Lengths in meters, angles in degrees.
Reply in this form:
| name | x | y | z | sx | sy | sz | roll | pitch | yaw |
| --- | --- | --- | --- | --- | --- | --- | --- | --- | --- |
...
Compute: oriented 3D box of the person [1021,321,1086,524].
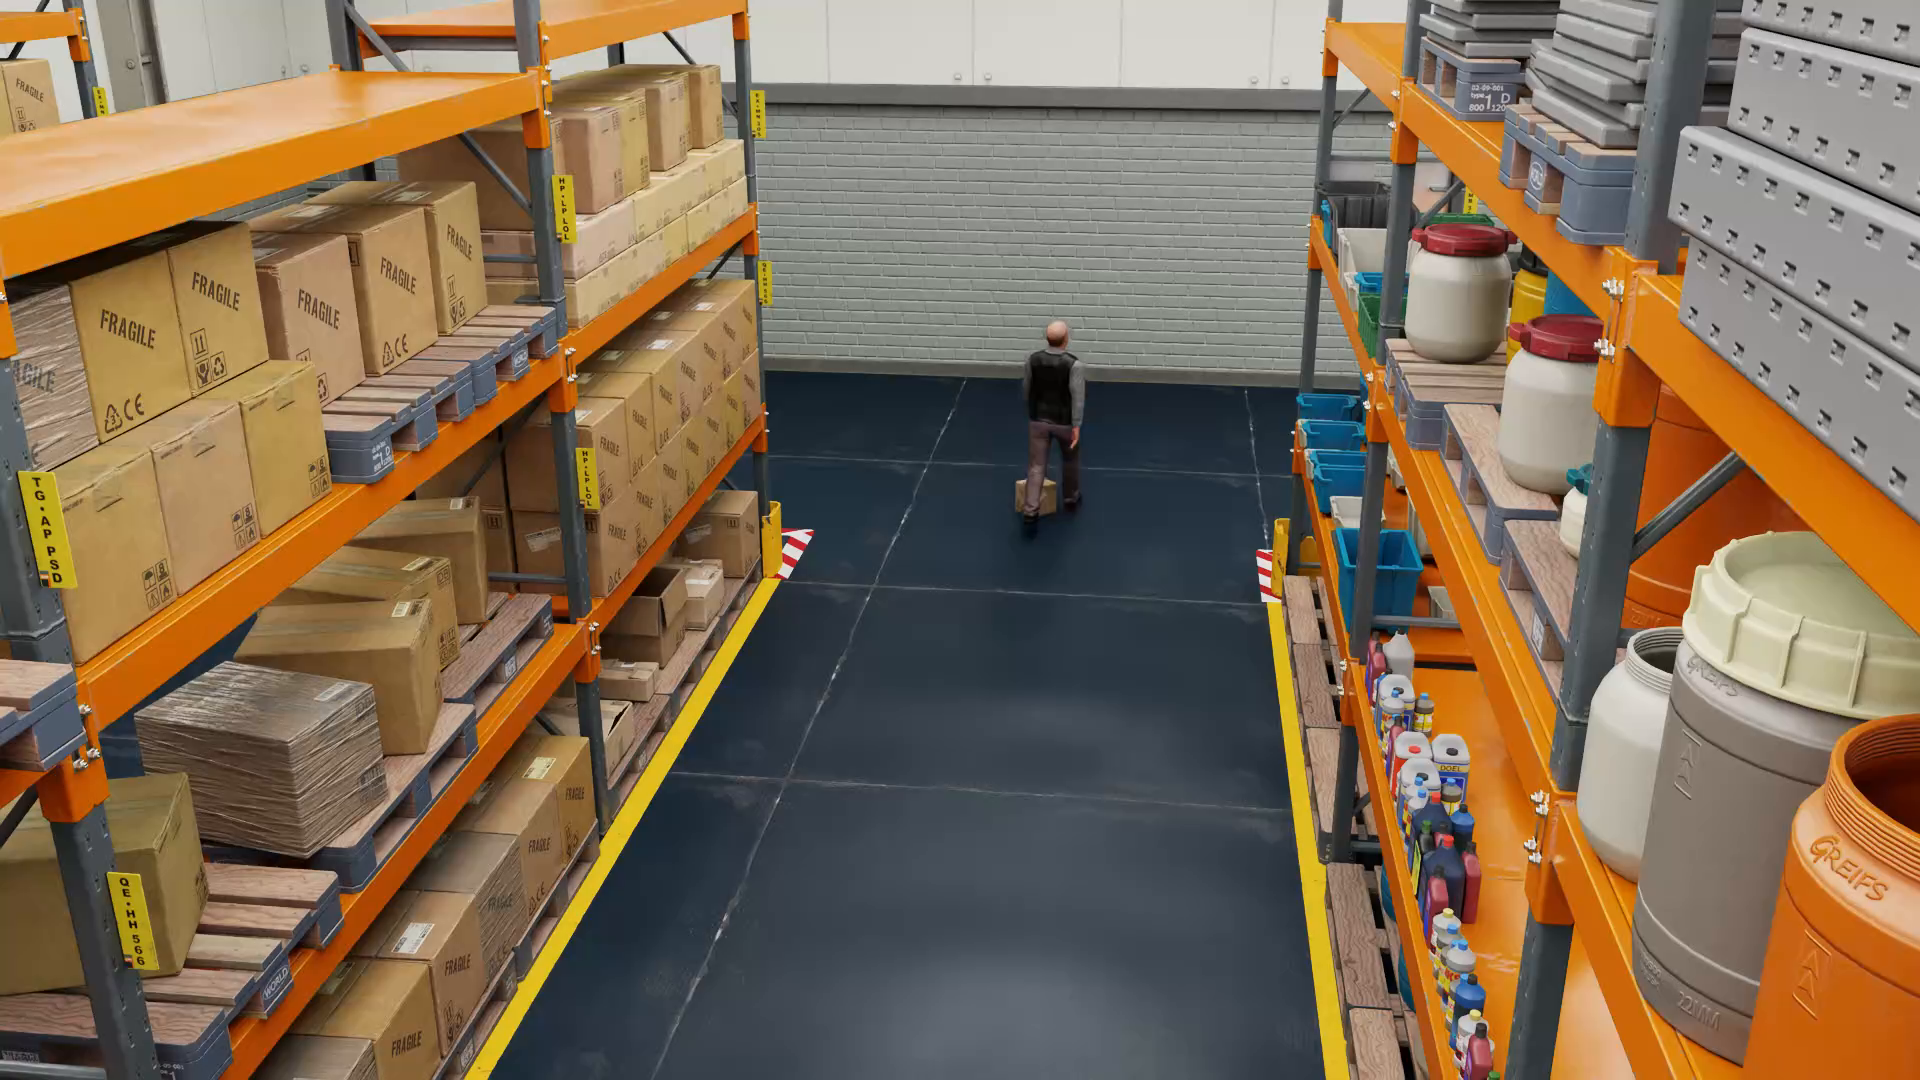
| name | x | y | z | sx | sy | sz | roll | pitch | yaw |
| --- | --- | --- | --- | --- | --- | --- | --- | --- | --- |
| person | 0.766 | -0.977 | 13.658 | 0.559 | 1.677 | 1.048 | 6 | 22 | 14 |
